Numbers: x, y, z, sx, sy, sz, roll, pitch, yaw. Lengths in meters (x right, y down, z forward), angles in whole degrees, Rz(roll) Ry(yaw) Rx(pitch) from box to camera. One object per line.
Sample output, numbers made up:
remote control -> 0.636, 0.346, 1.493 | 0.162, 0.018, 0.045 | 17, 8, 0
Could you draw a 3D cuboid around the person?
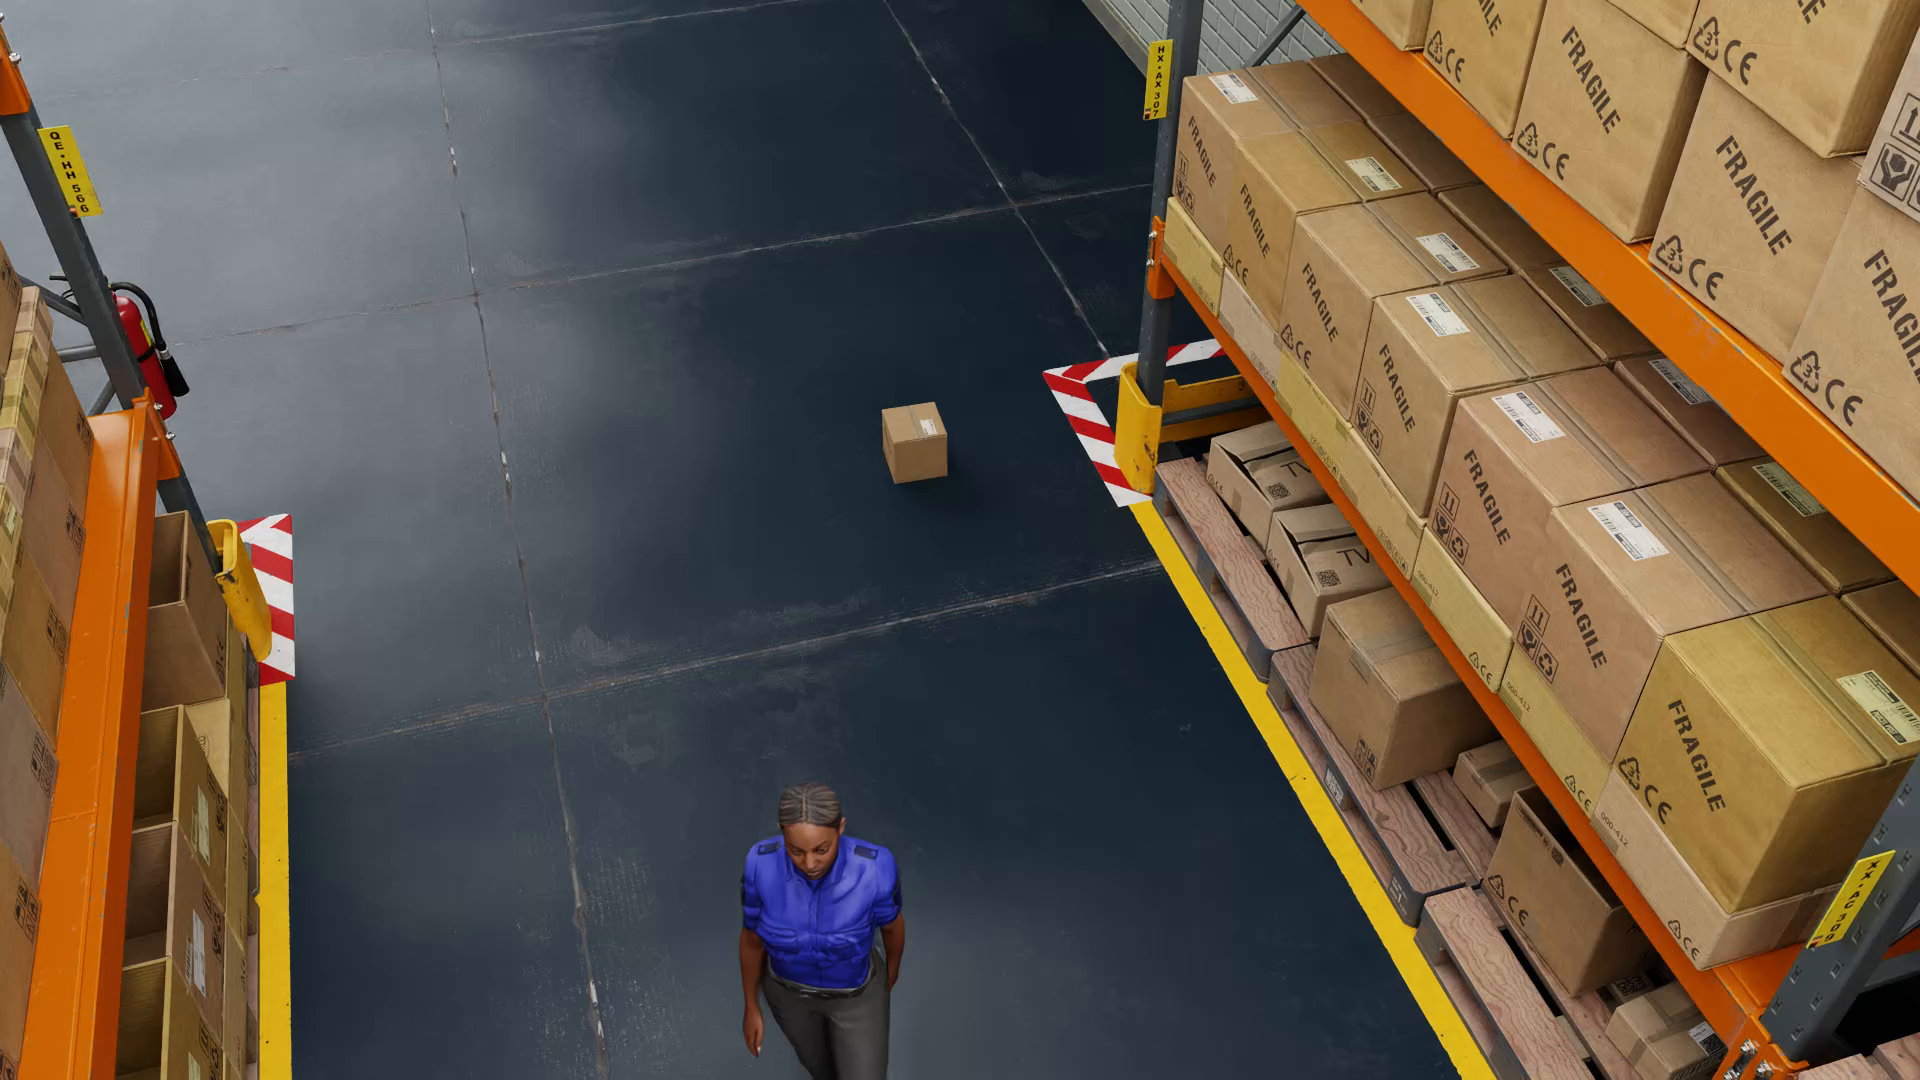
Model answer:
person -> -0.392, 1.319, 4.727 | 0.445, 1.699, 0.470 | 6, 43, 7
